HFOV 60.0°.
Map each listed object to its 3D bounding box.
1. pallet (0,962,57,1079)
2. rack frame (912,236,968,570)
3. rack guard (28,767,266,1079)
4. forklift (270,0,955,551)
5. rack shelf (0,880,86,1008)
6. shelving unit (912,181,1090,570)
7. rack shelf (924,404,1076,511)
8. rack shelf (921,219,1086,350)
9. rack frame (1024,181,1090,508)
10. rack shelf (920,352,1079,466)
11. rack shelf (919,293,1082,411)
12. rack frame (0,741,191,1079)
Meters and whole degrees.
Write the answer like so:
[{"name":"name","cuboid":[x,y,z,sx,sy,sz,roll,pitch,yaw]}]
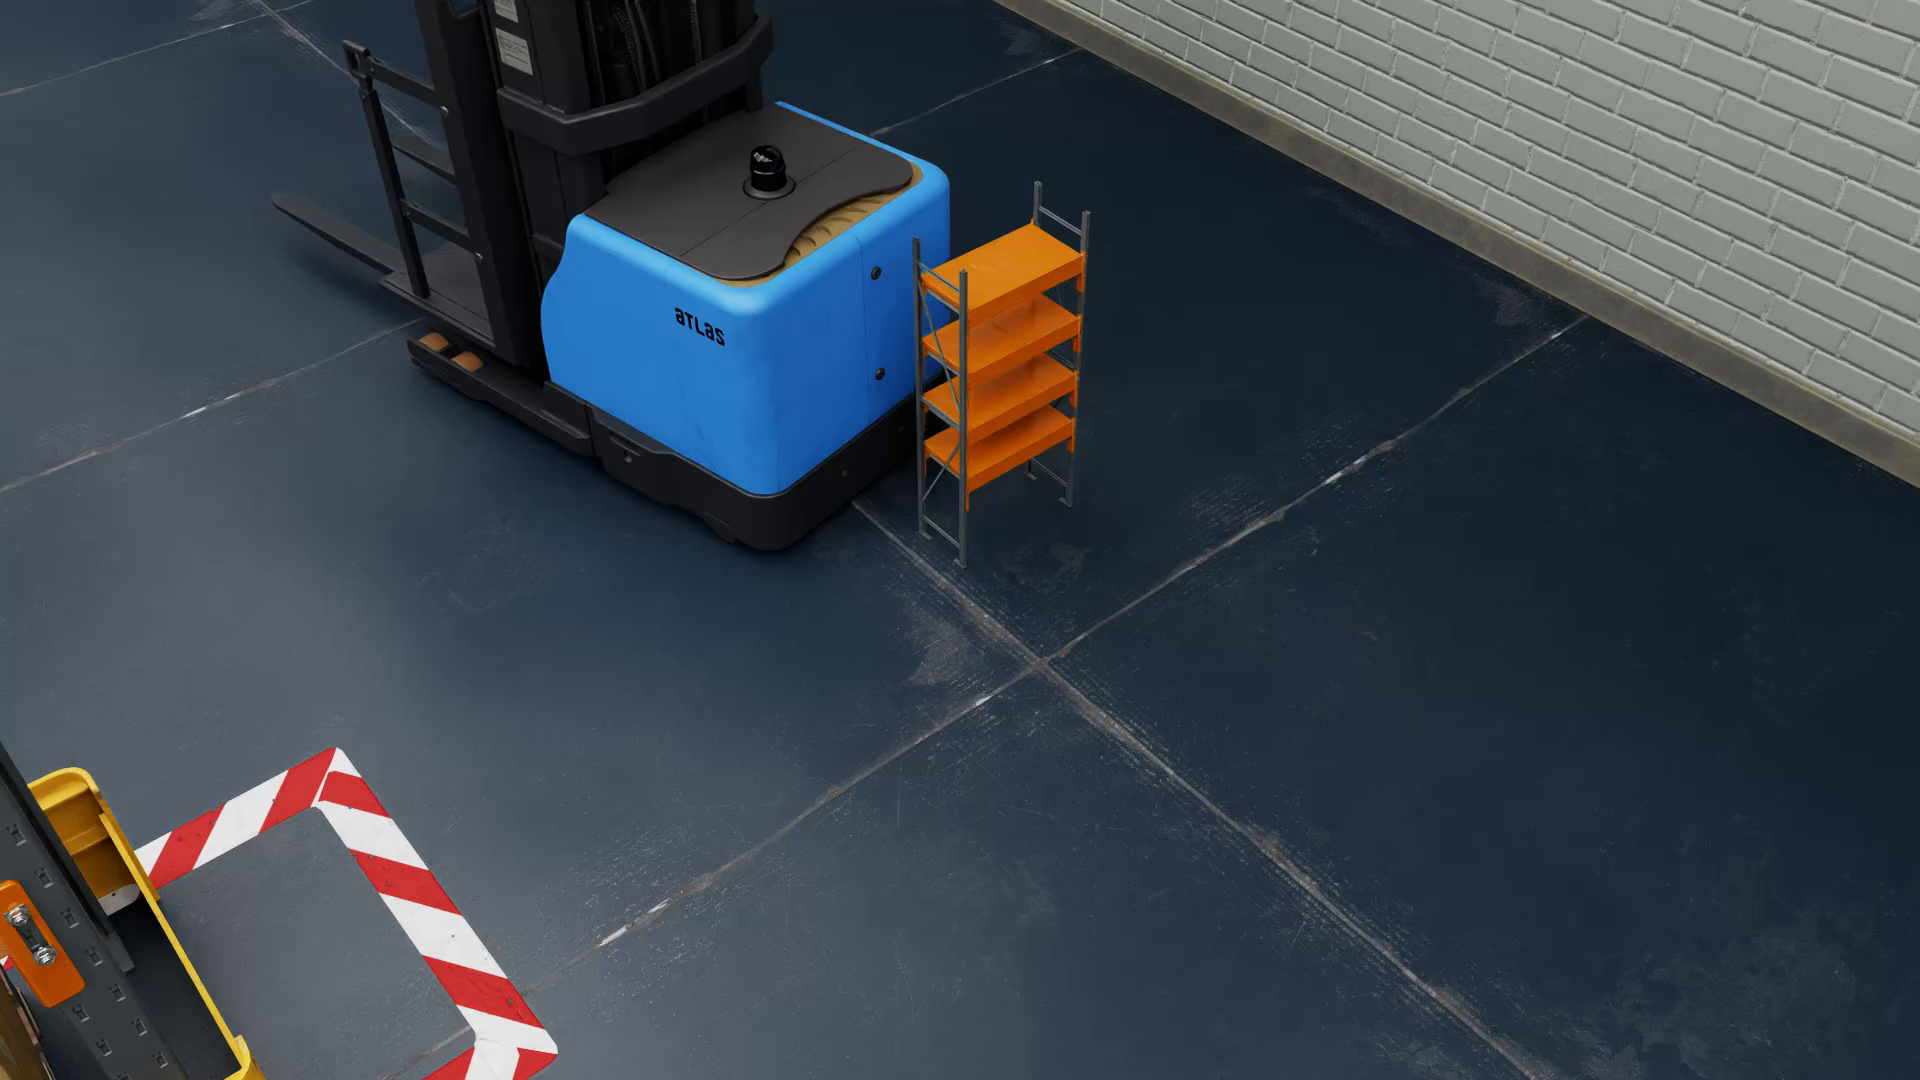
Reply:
[{"name":"pallet","cuboid":[-2.667,1.654,3.835,1.213,0.211,1.003,-30,51,-28]},{"name":"rack frame","cuboid":[-0.060,-0.403,5.303,0.015,1.200,0.240,-30,51,-28]},{"name":"rack guard","cuboid":[-2.085,1.145,4.165,0.348,0.500,1.175,-30,51,-28]},{"name":"forklift","cuboid":[-1.489,-1.873,5.603,3.031,2.935,1.130,28,50,27]},{"name":"rack shelf","cuboid":[-3.638,1.385,2.609,4.000,0.370,1.077,-30,51,-28]},{"name":"shelving unit","cuboid":[0.127,-0.510,5.417,0.503,1.200,0.258,-30,51,-28]},{"name":"rack shelf","cuboid":[0.127,-0.316,5.599,0.480,0.148,0.258,-30,51,-28]},{"name":"rack shelf","cuboid":[0.127,-0.796,5.148,0.480,0.148,0.258,-30,51,-28]},{"name":"rack frame","cuboid":[0.314,-0.617,5.531,0.015,1.200,0.240,-30,51,-28]},{"name":"rack shelf","cuboid":[0.127,-0.461,5.463,0.480,0.148,0.258,-30,51,-28]},{"name":"rack shelf","cuboid":[0.127,-0.624,5.310,0.480,0.148,0.258,-30,51,-28]},{"name":"rack frame","cuboid":[-2.104,0.245,3.298,0.127,3.000,1.000,-30,51,-28]}]
